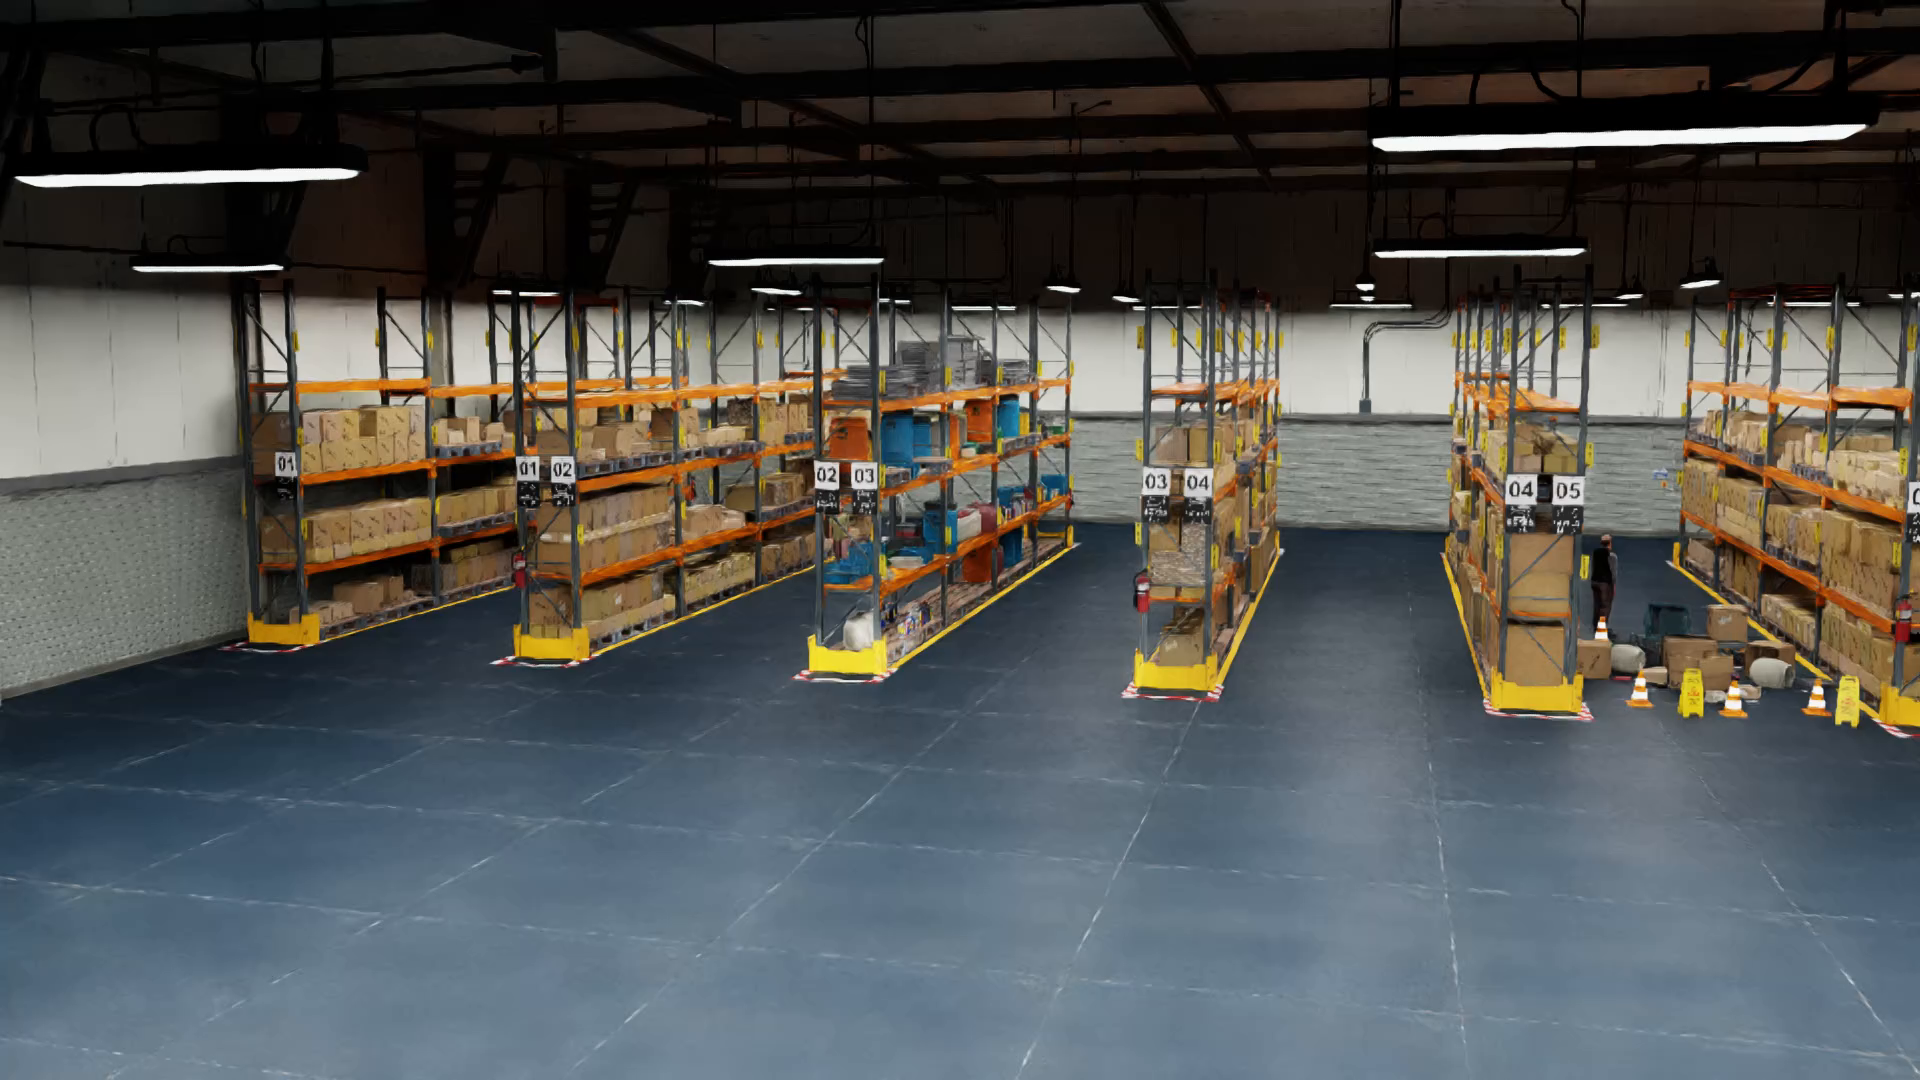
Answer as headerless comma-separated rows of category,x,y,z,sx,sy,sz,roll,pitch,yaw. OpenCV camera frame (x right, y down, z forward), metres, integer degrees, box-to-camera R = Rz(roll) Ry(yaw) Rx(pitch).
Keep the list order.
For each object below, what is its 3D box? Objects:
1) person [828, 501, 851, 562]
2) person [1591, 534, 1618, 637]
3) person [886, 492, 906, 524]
person,-2.569,-0.047,35.381,0.446,1.604,1.016,1,7,6
person,10.970,0.755,28.215,0.450,1.727,0.581,-2,7,-18
person,-1.729,-1.201,45.020,0.641,1.610,0.799,-1,7,-4
